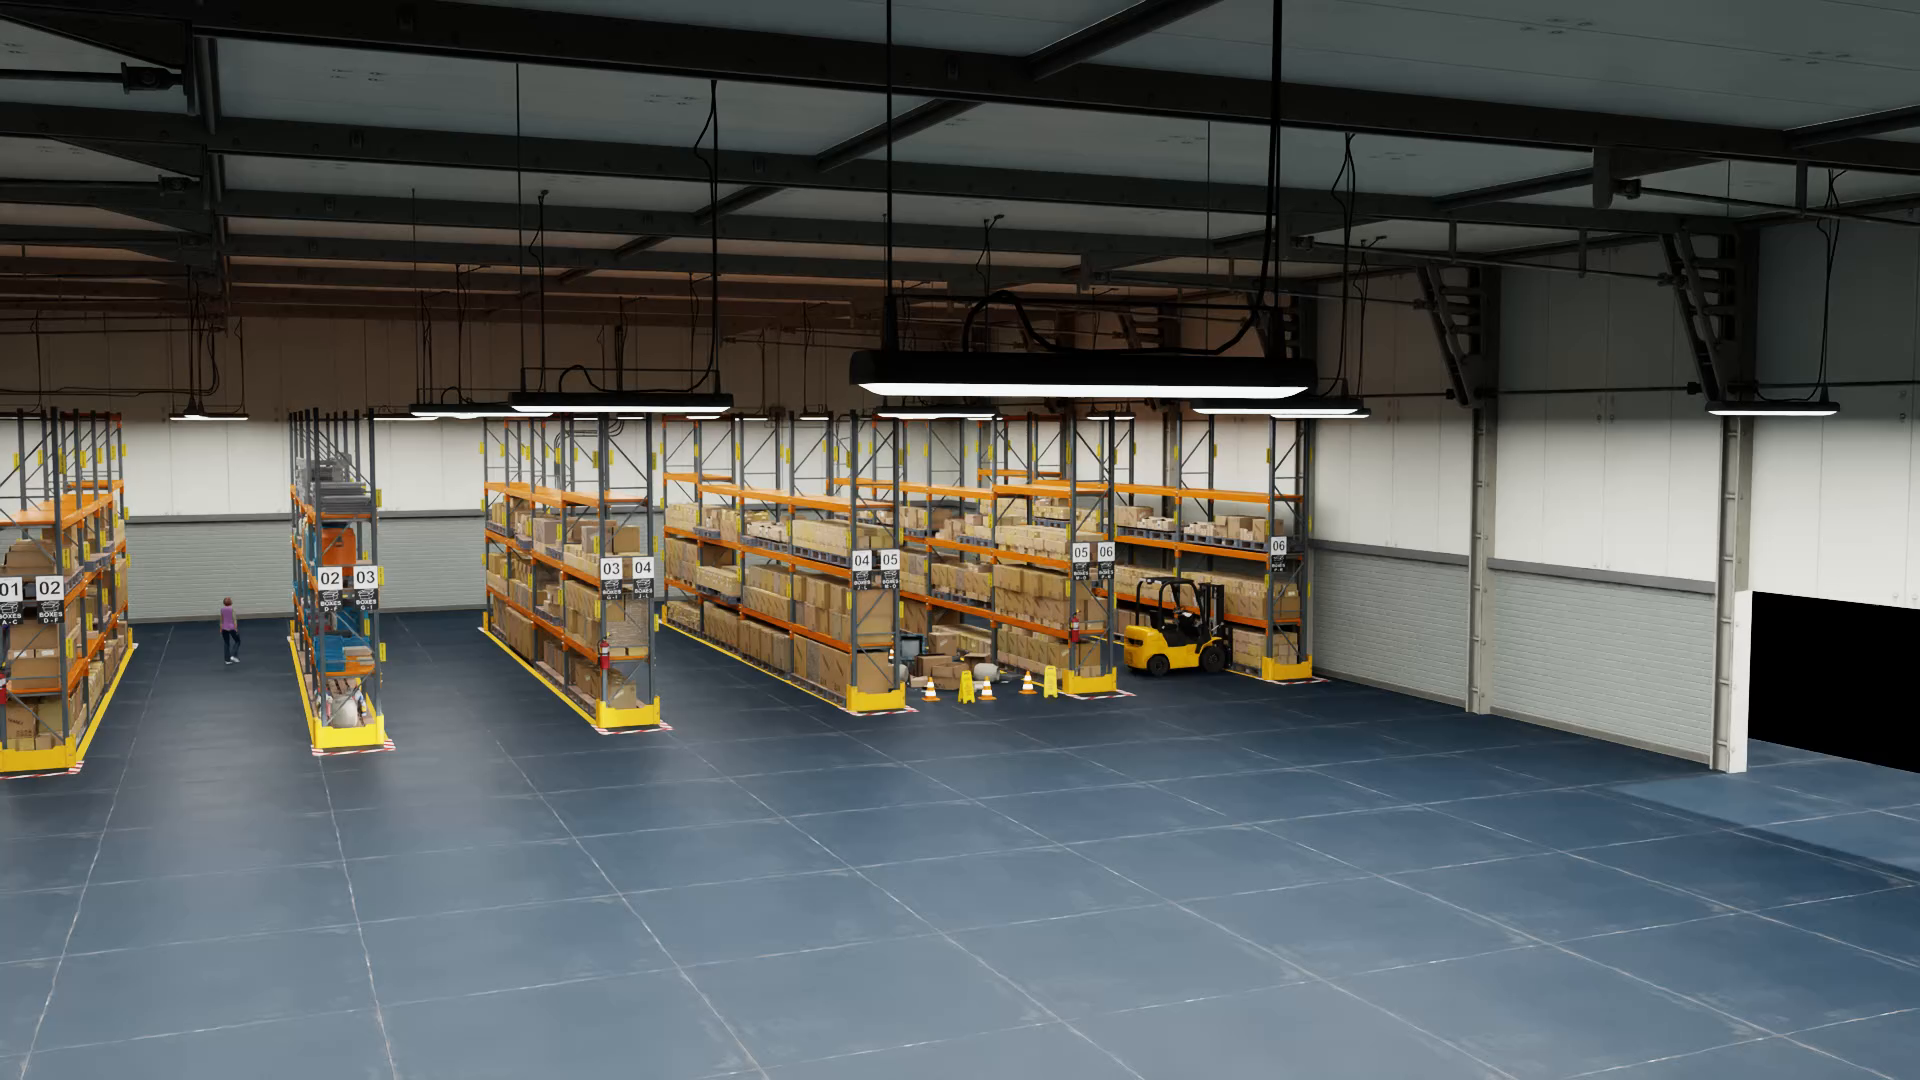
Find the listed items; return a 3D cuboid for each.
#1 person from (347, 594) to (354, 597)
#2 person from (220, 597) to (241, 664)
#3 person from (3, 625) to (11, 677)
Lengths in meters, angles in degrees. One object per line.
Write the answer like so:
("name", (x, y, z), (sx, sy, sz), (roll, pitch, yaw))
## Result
("person", (-16.673, 1.644, 45.553), (1.113, 1.716, 0.604), (3, 5, 33))
("person", (-17.408, 2.150, 39.614), (0.459, 1.596, 0.376), (0, 4, 4))
("person", (-21.247, 2.295, 37.349), (0.533, 1.633, 0.630), (-2, 4, -22))
